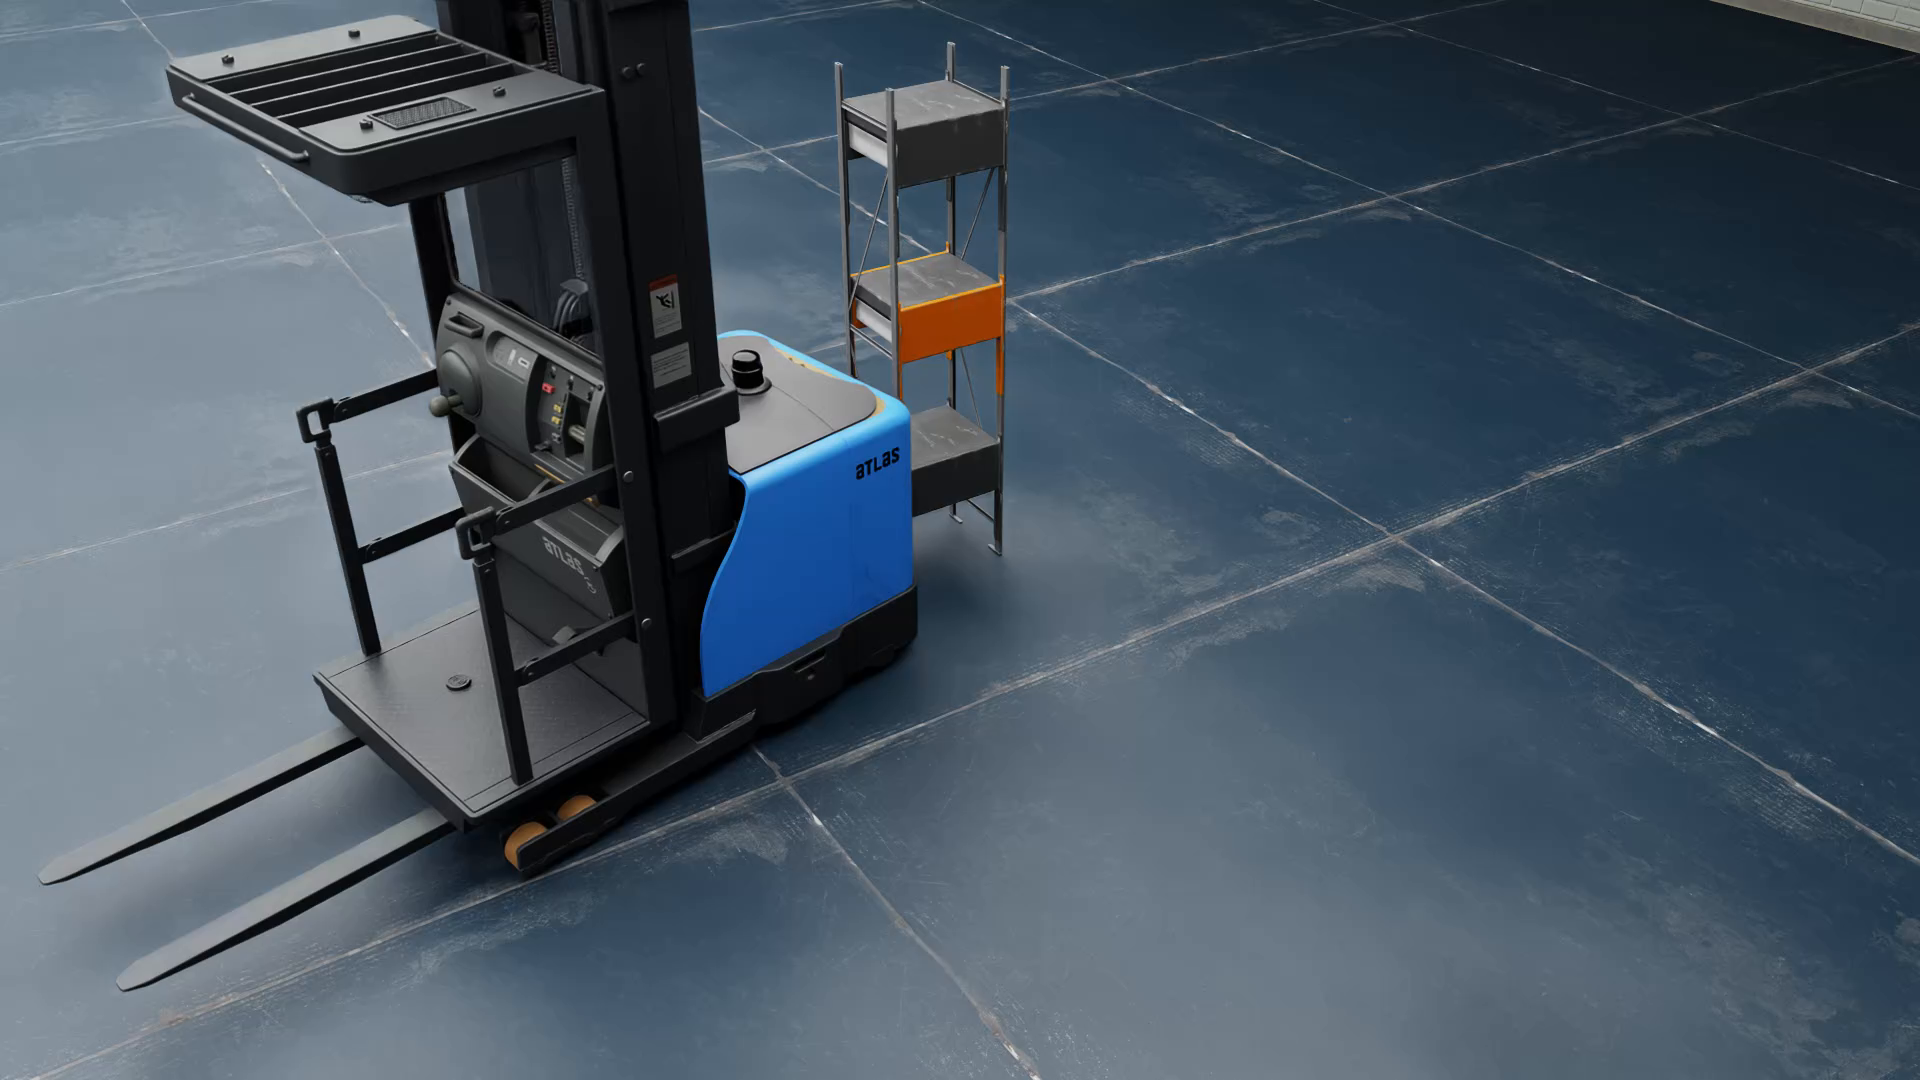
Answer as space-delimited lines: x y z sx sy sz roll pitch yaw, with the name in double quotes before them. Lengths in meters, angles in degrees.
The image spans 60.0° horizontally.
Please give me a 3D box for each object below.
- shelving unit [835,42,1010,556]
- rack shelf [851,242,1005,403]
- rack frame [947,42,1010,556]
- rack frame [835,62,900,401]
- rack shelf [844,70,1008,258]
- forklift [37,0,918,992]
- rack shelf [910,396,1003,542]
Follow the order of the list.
"shelving unit" -0.139 -0.840 6.614 0.503 2.100 0.431 -19 37 -27
"rack shelf" -0.139 -0.829 6.621 0.480 0.518 0.431 -19 37 -27
"rack frame" 0.066 -0.911 6.726 0.015 2.100 0.400 -19 37 -27
"rack frame" -0.344 -0.770 6.502 0.015 2.100 0.400 -19 37 -27
"rack shelf" -0.139 -1.421 6.248 0.480 0.518 0.431 -19 37 -27
"forklift" -1.566 -0.449 5.215 3.031 2.935 1.130 -28 42 -37
"rack shelf" -0.139 -0.237 6.995 0.480 0.518 0.431 -19 37 -27
